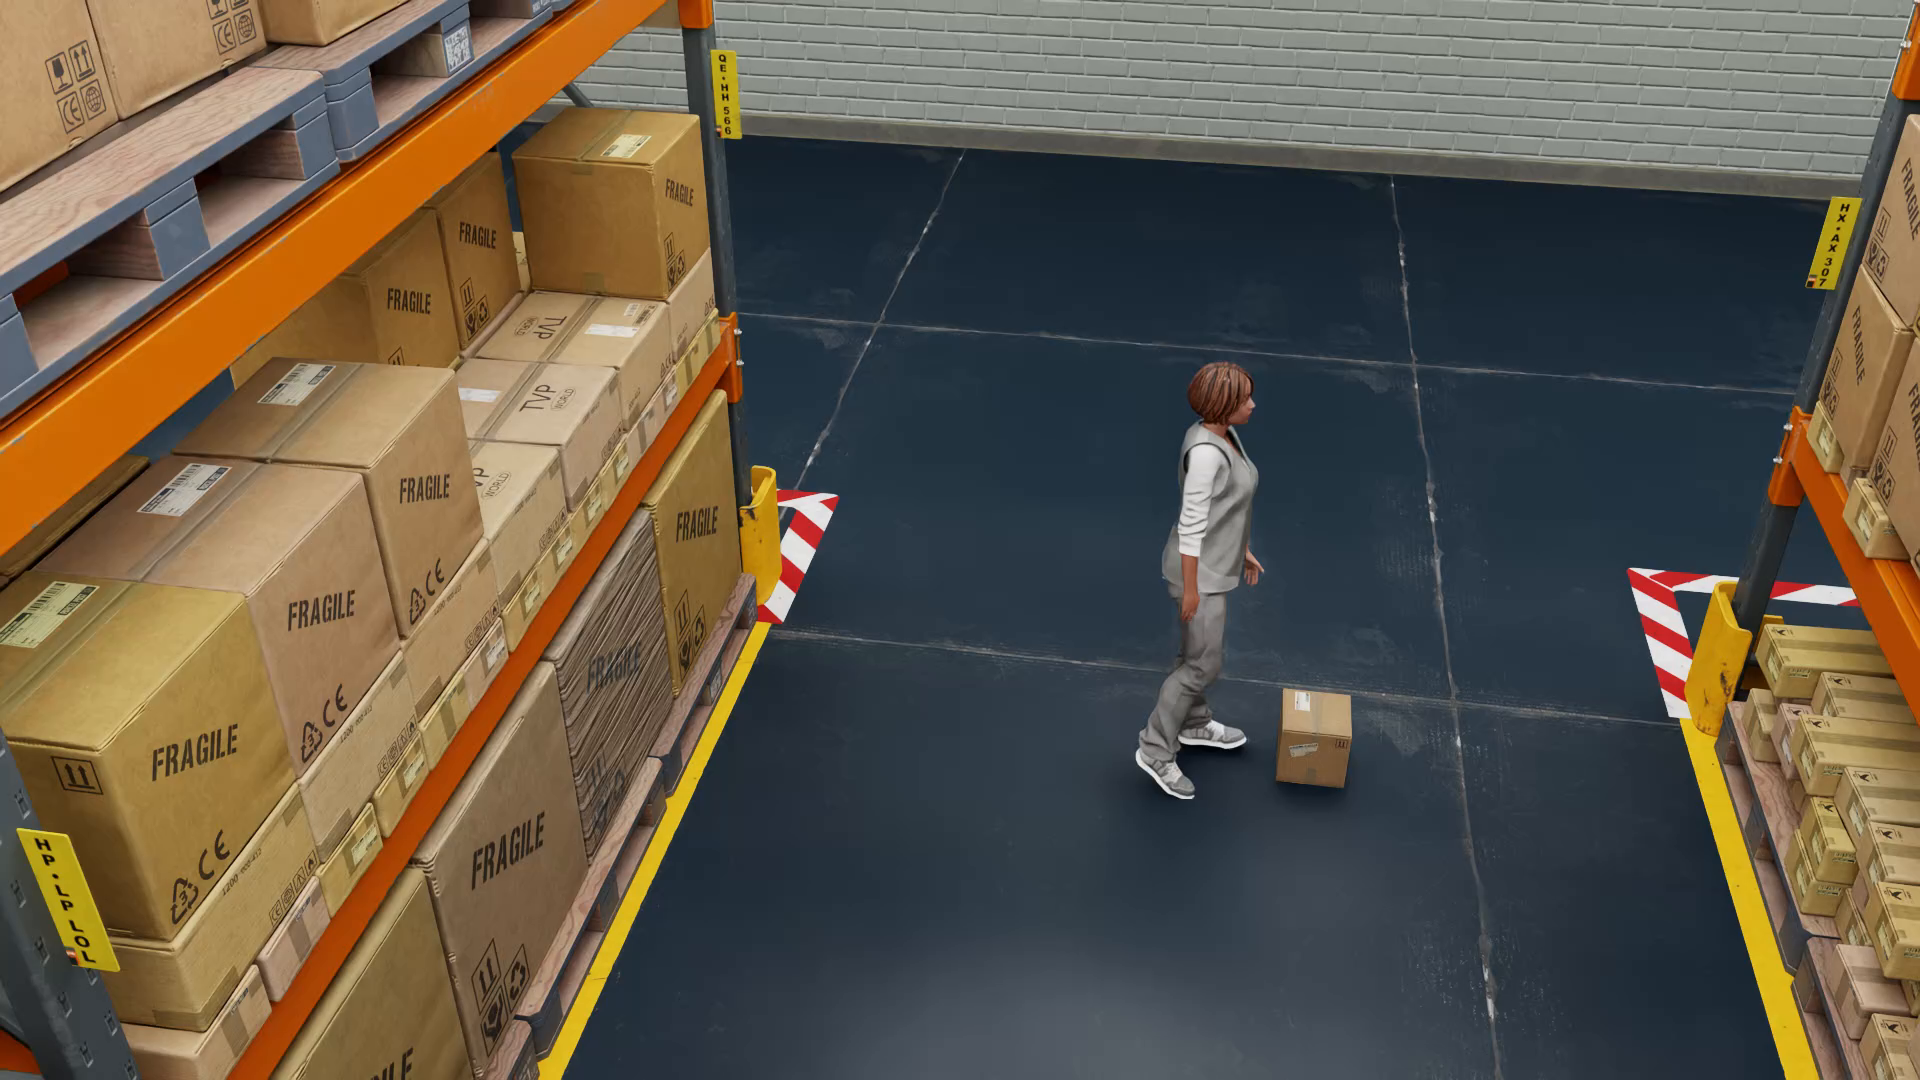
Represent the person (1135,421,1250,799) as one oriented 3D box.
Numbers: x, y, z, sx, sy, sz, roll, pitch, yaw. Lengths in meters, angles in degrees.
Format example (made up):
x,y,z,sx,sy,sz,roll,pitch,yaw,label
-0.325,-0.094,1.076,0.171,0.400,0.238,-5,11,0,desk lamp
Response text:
x,y,z,sx,sy,sz,roll,pitch,yaw,label
0.882,0.242,5.979,0.411,1.391,0.523,5,33,8,person
